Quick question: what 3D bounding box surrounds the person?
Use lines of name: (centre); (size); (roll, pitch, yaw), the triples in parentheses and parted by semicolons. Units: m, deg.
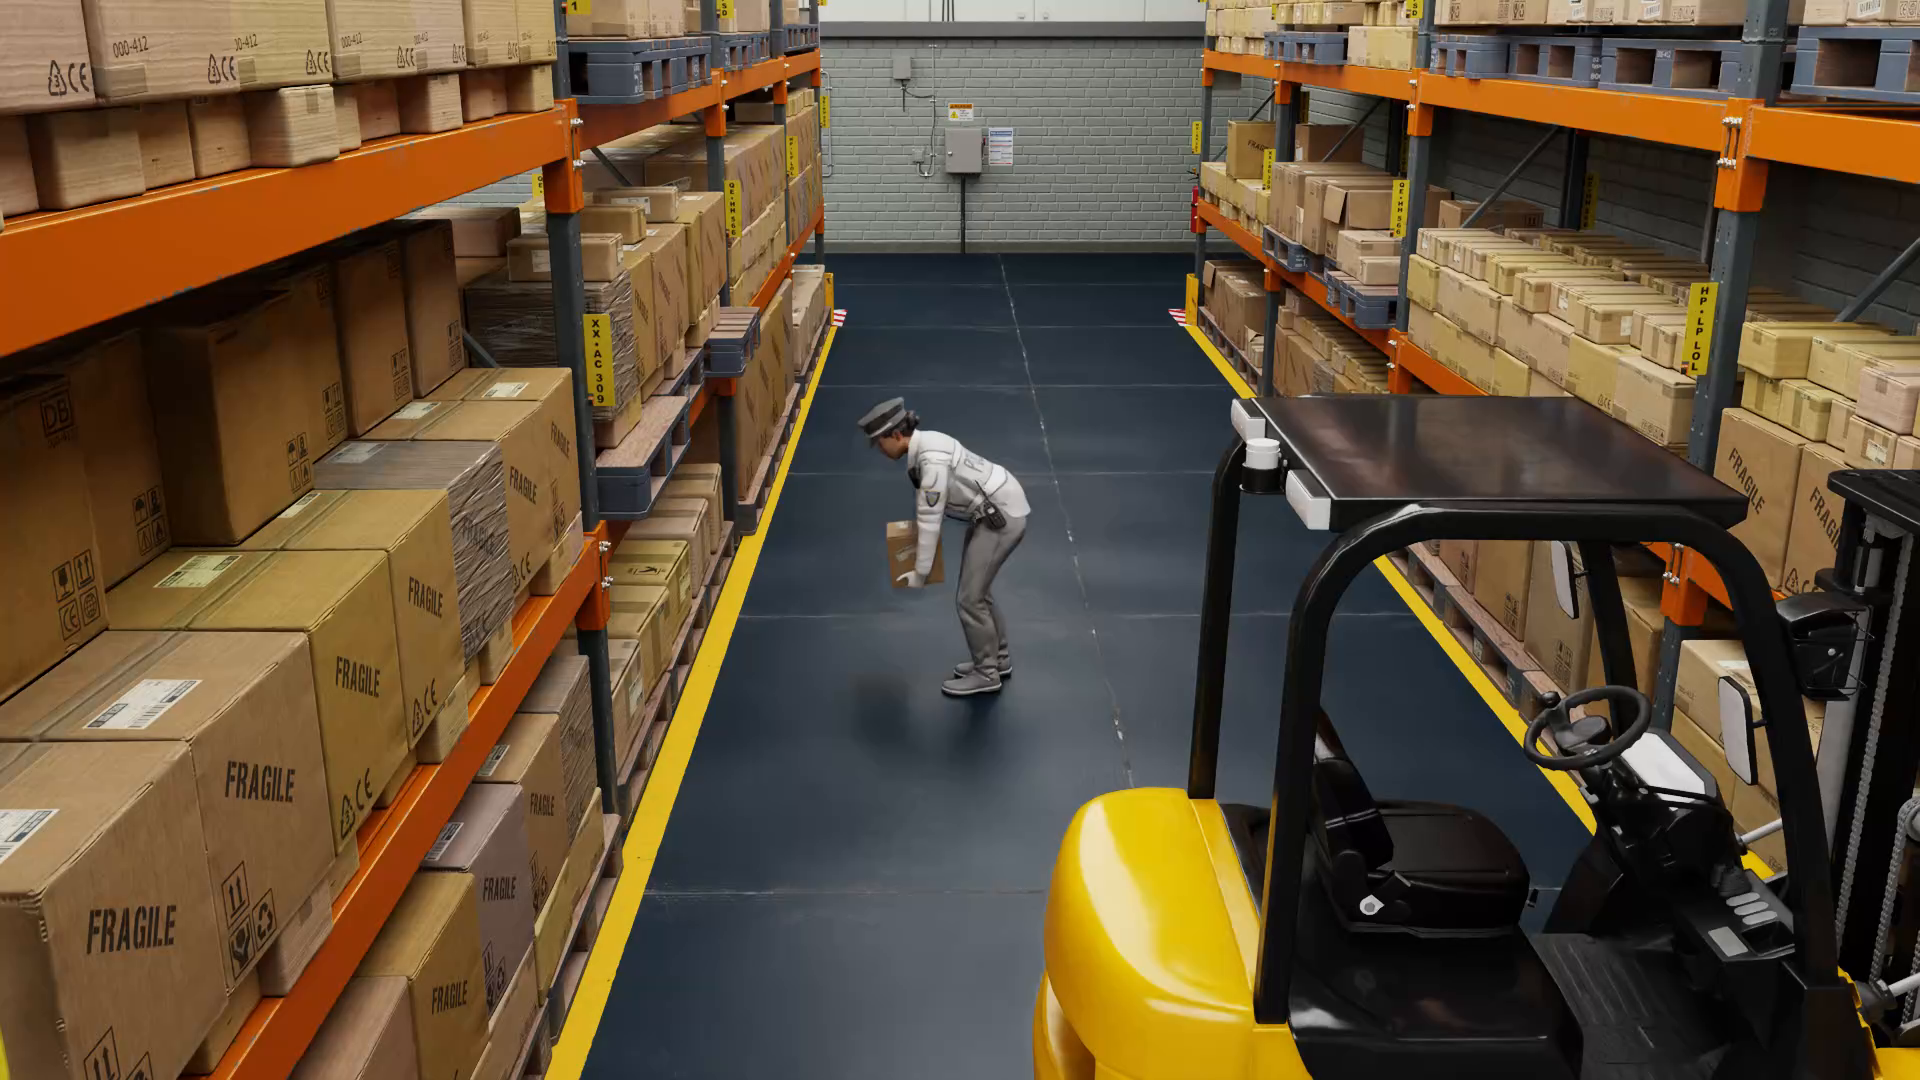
person: (-0.075, 0.026, 7.874); (0.814, 1.427, 0.407); (-1, 17, -2)
